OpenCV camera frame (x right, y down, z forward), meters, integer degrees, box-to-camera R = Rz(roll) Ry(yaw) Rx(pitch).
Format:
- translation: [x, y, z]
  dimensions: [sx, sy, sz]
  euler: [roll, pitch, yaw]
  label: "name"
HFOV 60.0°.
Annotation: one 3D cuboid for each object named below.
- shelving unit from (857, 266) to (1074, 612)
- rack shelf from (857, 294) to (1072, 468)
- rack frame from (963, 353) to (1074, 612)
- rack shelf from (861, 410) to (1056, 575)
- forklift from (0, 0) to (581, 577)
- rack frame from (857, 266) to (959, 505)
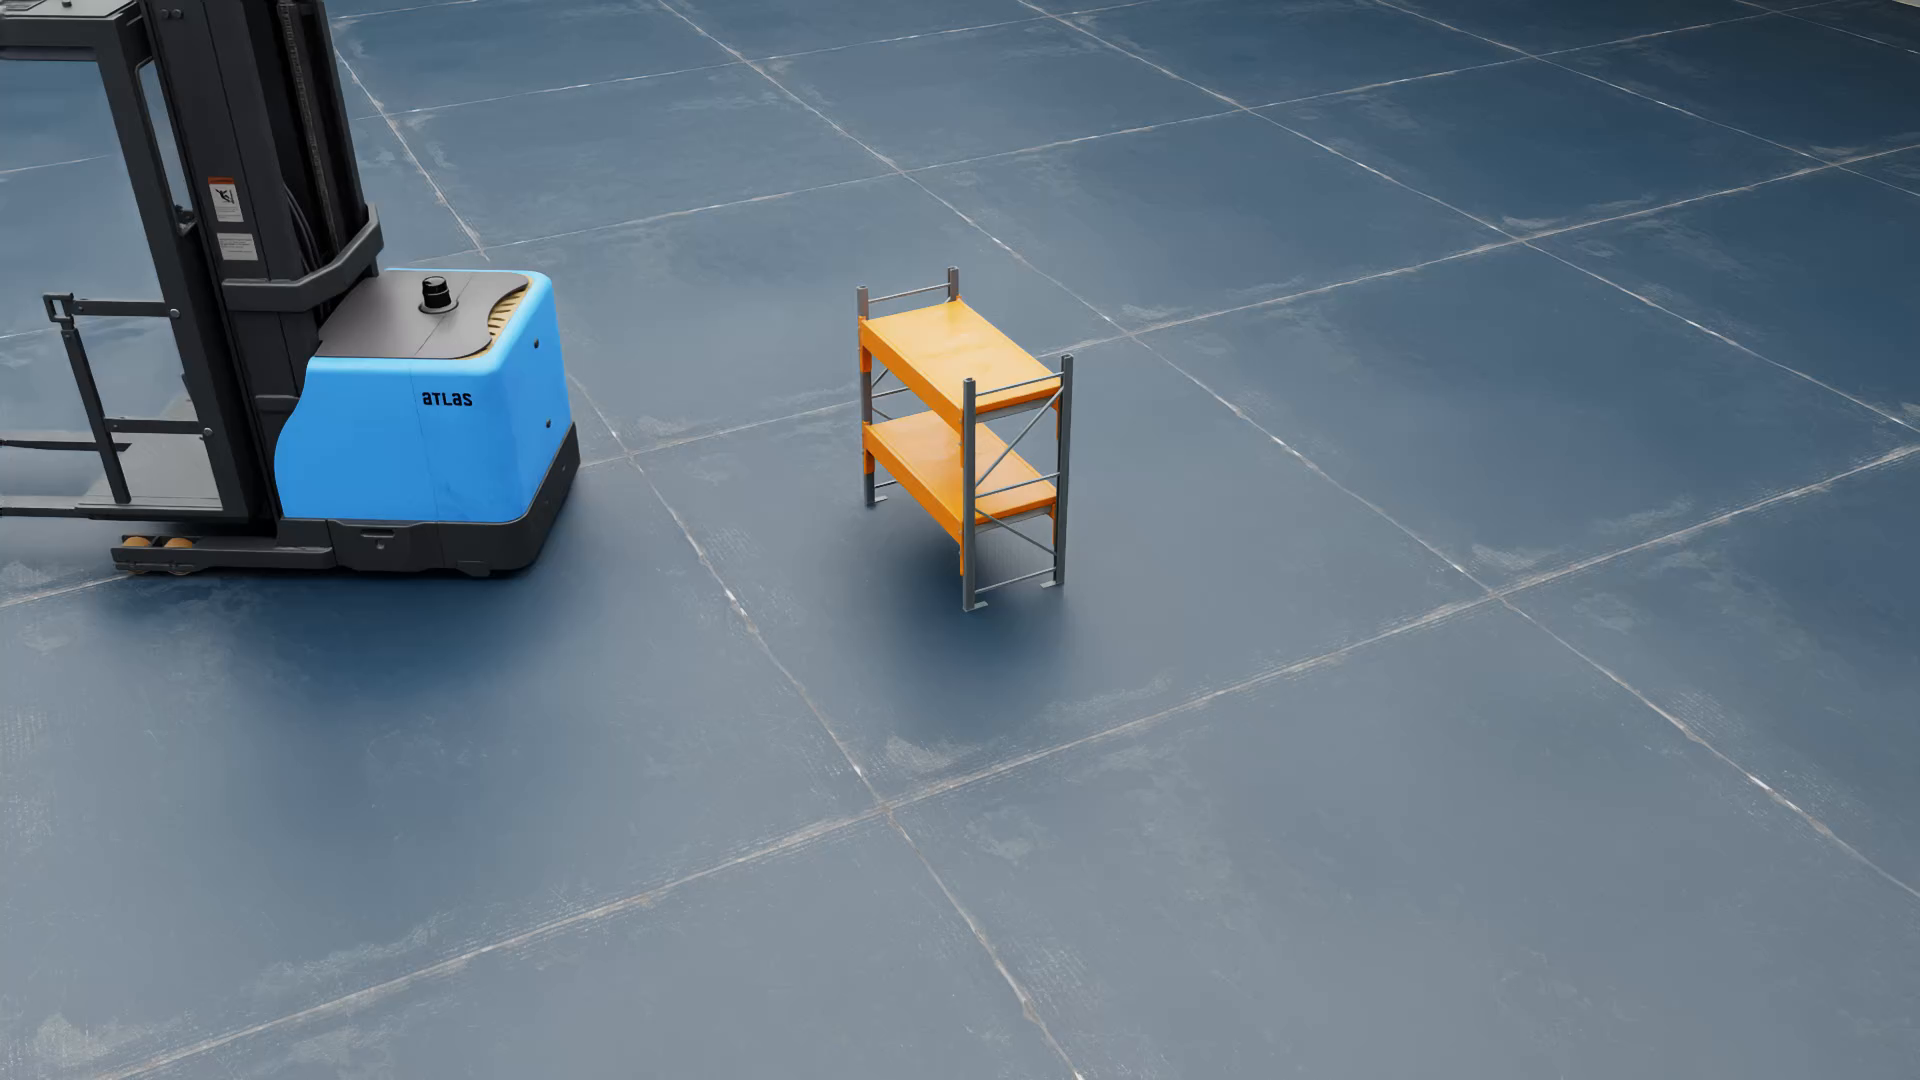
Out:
- translation: [0.003, -0.470, 7.442]
  dimensions: [0.538, 1.125, 1.048]
  euler: [-16, 36, -23]
  label: "shelving unit"
- translation: [0.003, -0.717, 7.284]
  dimensions: [0.538, 0.278, 1.000]
  euler: [-16, 36, -23]
  label: "rack shelf"
- translation: [0.240, -0.228, 7.063]
  dimensions: [0.500, 1.125, 0.032]
  euler: [-16, 36, -23]
  label: "rack frame"
- translation: [0.003, -0.265, 7.573]
  dimensions: [0.538, 0.278, 1.000]
  euler: [-16, 36, -23]
  label: "rack shelf"
- translation: [-3.406, -1.358, 7.153]
  dimensions: [3.031, 2.935, 1.130]
  euler: [1, 33, 2]
  label: "forklift"
- translation: [-0.234, -0.713, 7.820]
  dimensions: [0.500, 1.125, 0.032]
  euler: [-16, 36, -23]
  label: "rack frame"
